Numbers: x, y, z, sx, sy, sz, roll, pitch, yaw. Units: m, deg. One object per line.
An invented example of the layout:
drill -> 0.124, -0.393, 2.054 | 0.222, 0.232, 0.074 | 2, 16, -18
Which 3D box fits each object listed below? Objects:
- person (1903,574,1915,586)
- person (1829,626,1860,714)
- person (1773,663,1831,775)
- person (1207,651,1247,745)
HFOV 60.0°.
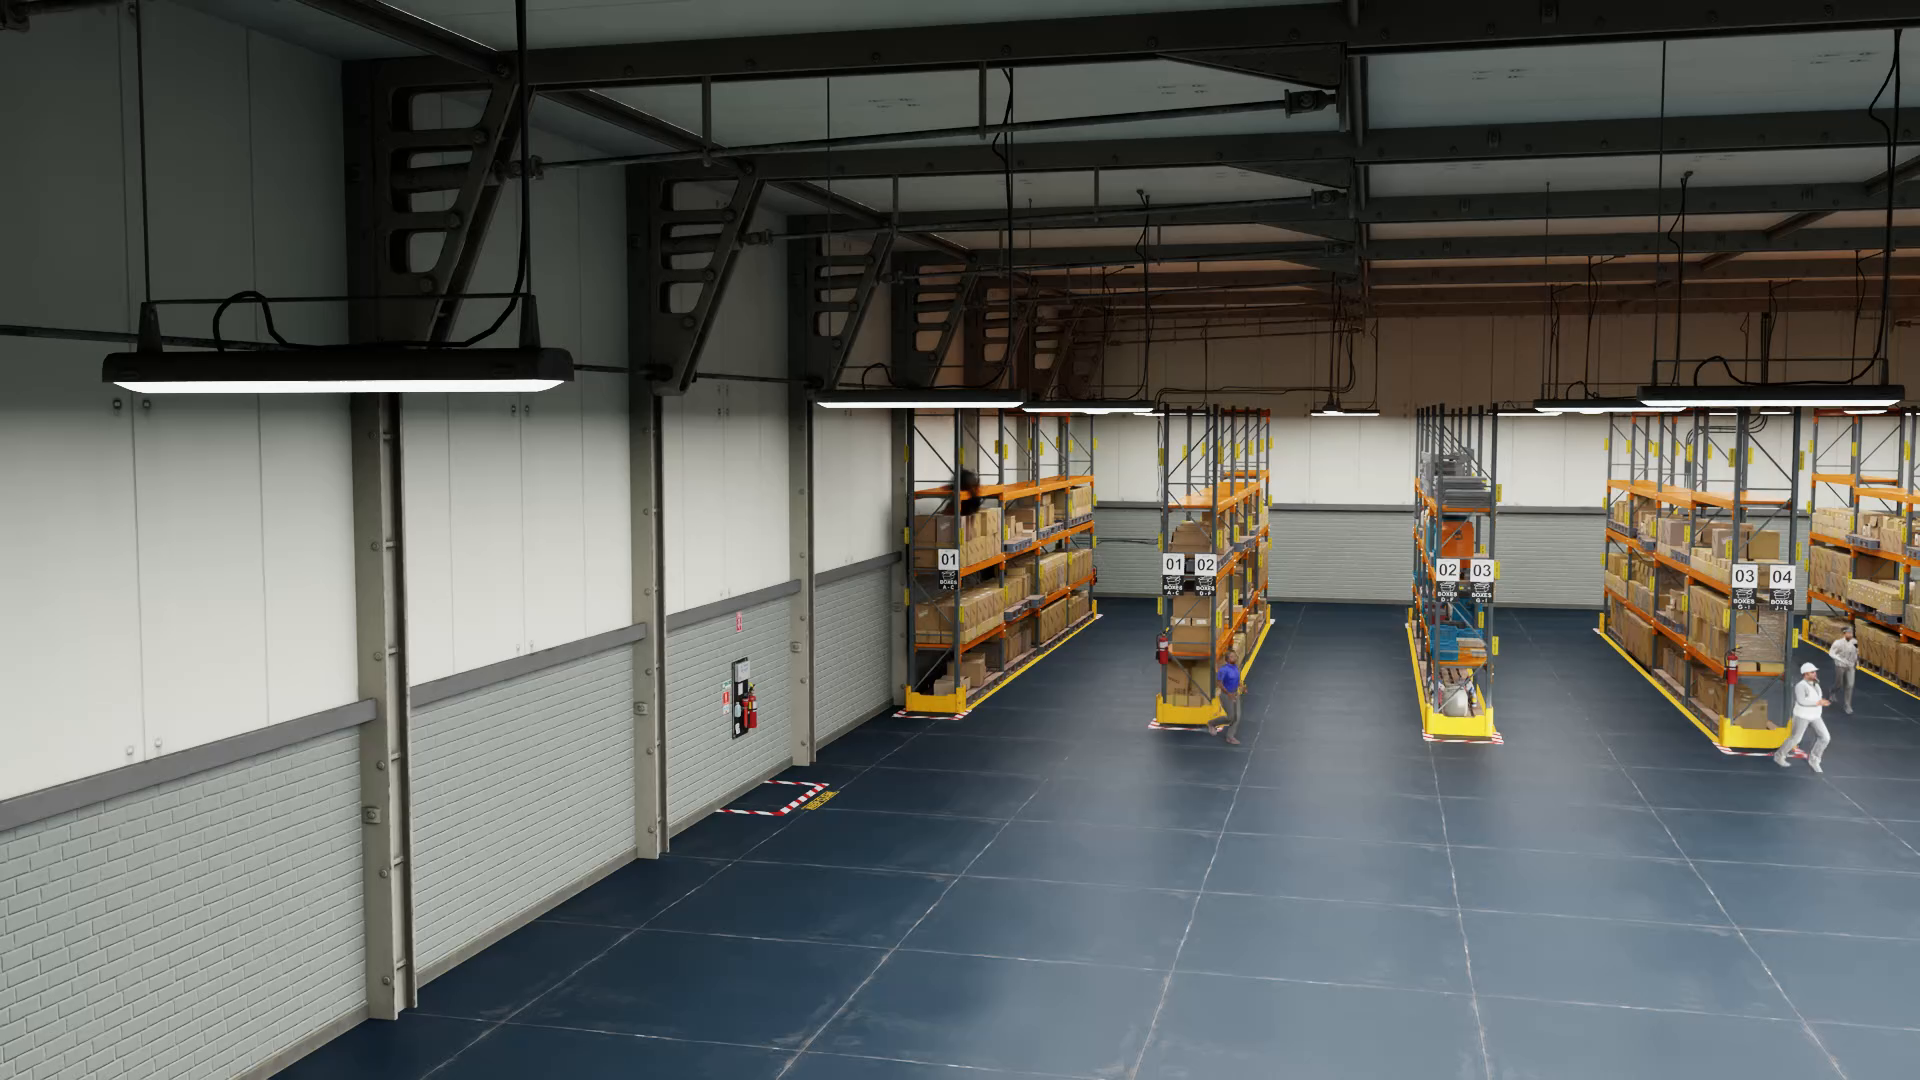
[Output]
person -> 25.110, 1.719, 43.904 | 0.828, 1.669, 0.615 | 1, 4, 16
person -> 17.387, 2.506, 32.698 | 0.638, 1.690, 0.966 | 0, 4, 4
person -> 13.710, 2.880, 26.947 | 0.662, 1.809, 0.886 | -2, 5, -29
person -> 4.722, 2.759, 29.293 | 0.617, 1.633, 0.578 | 4, 6, 44
